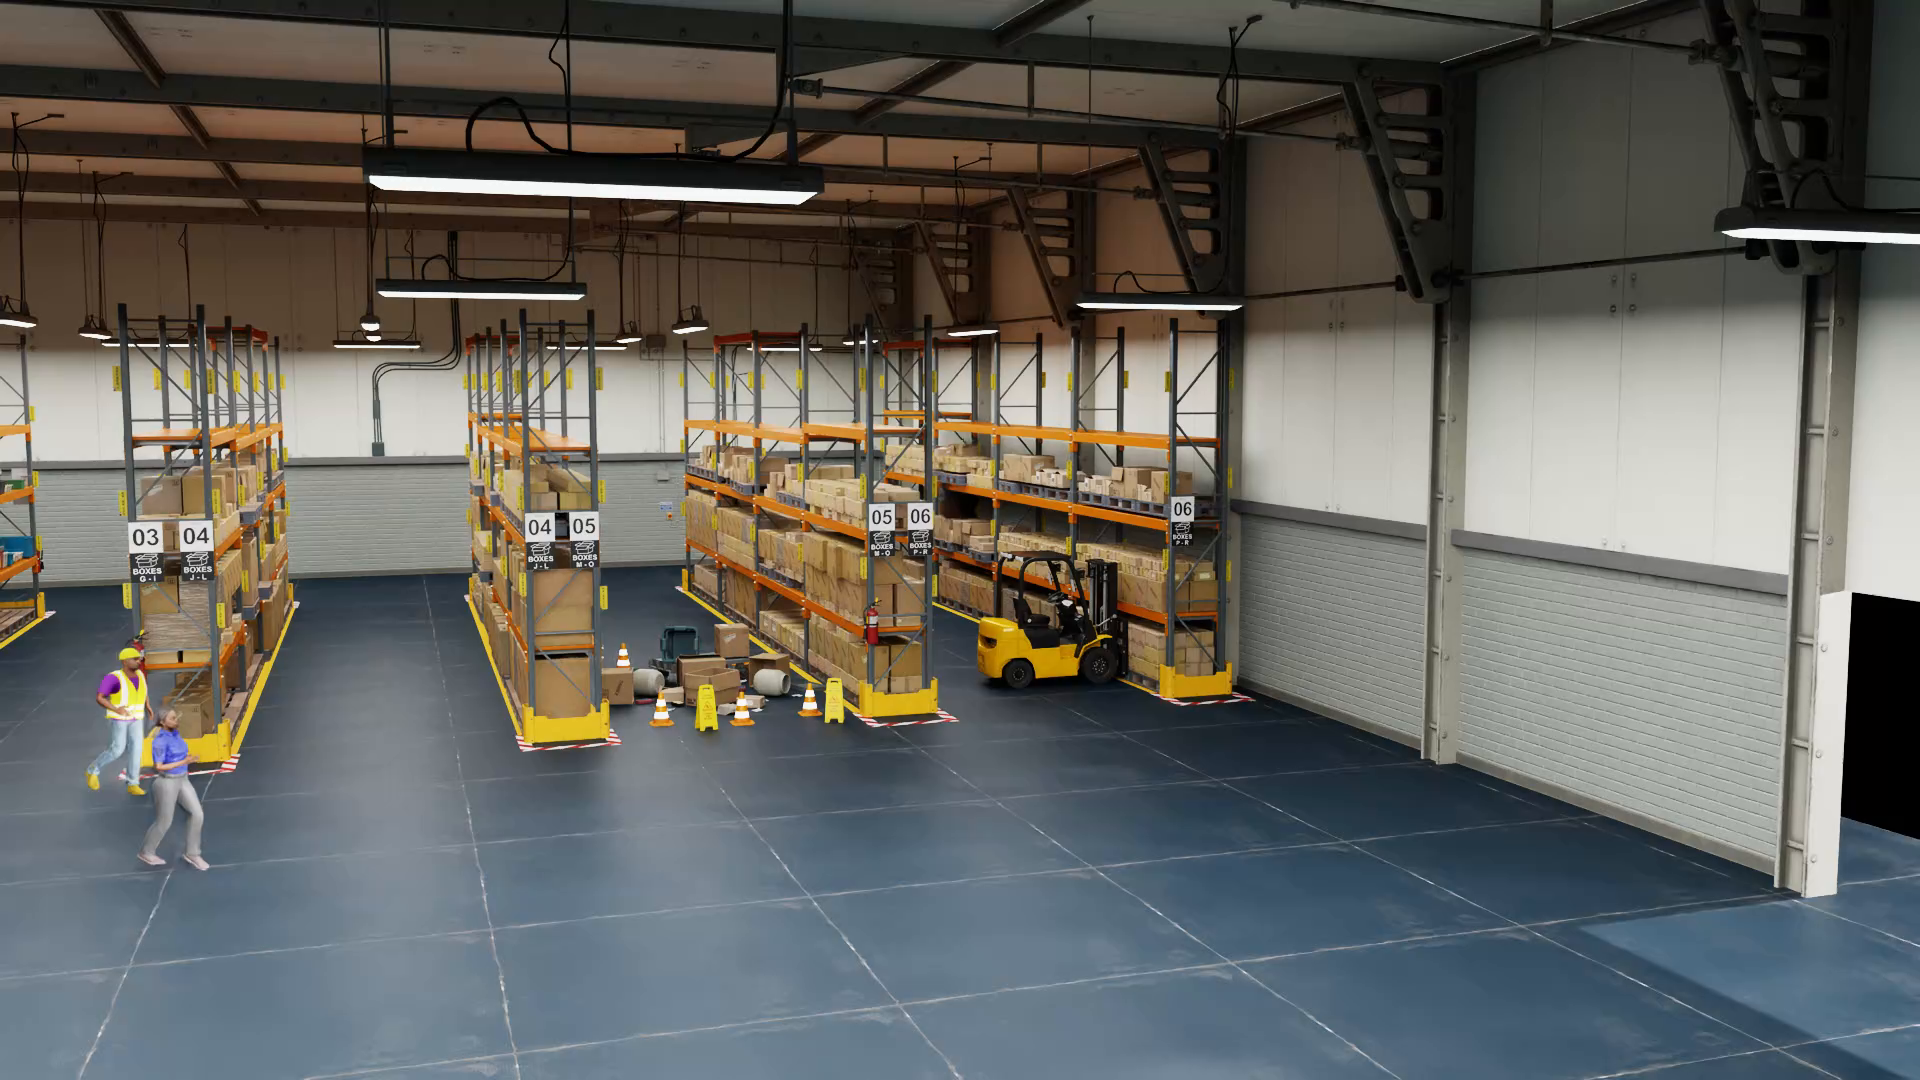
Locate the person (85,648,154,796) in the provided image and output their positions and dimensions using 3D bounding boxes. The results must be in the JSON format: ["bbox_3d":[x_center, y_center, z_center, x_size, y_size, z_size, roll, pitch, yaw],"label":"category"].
[{"bbox_3d":[-10.216,2.200,20.404,0.852,1.753,0.763,2,6,23],"label":"person"}]

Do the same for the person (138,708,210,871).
[{"bbox_3d":[-8.081,2.564,17.040,0.728,1.713,0.560,1,5,8],"label":"person"}]
